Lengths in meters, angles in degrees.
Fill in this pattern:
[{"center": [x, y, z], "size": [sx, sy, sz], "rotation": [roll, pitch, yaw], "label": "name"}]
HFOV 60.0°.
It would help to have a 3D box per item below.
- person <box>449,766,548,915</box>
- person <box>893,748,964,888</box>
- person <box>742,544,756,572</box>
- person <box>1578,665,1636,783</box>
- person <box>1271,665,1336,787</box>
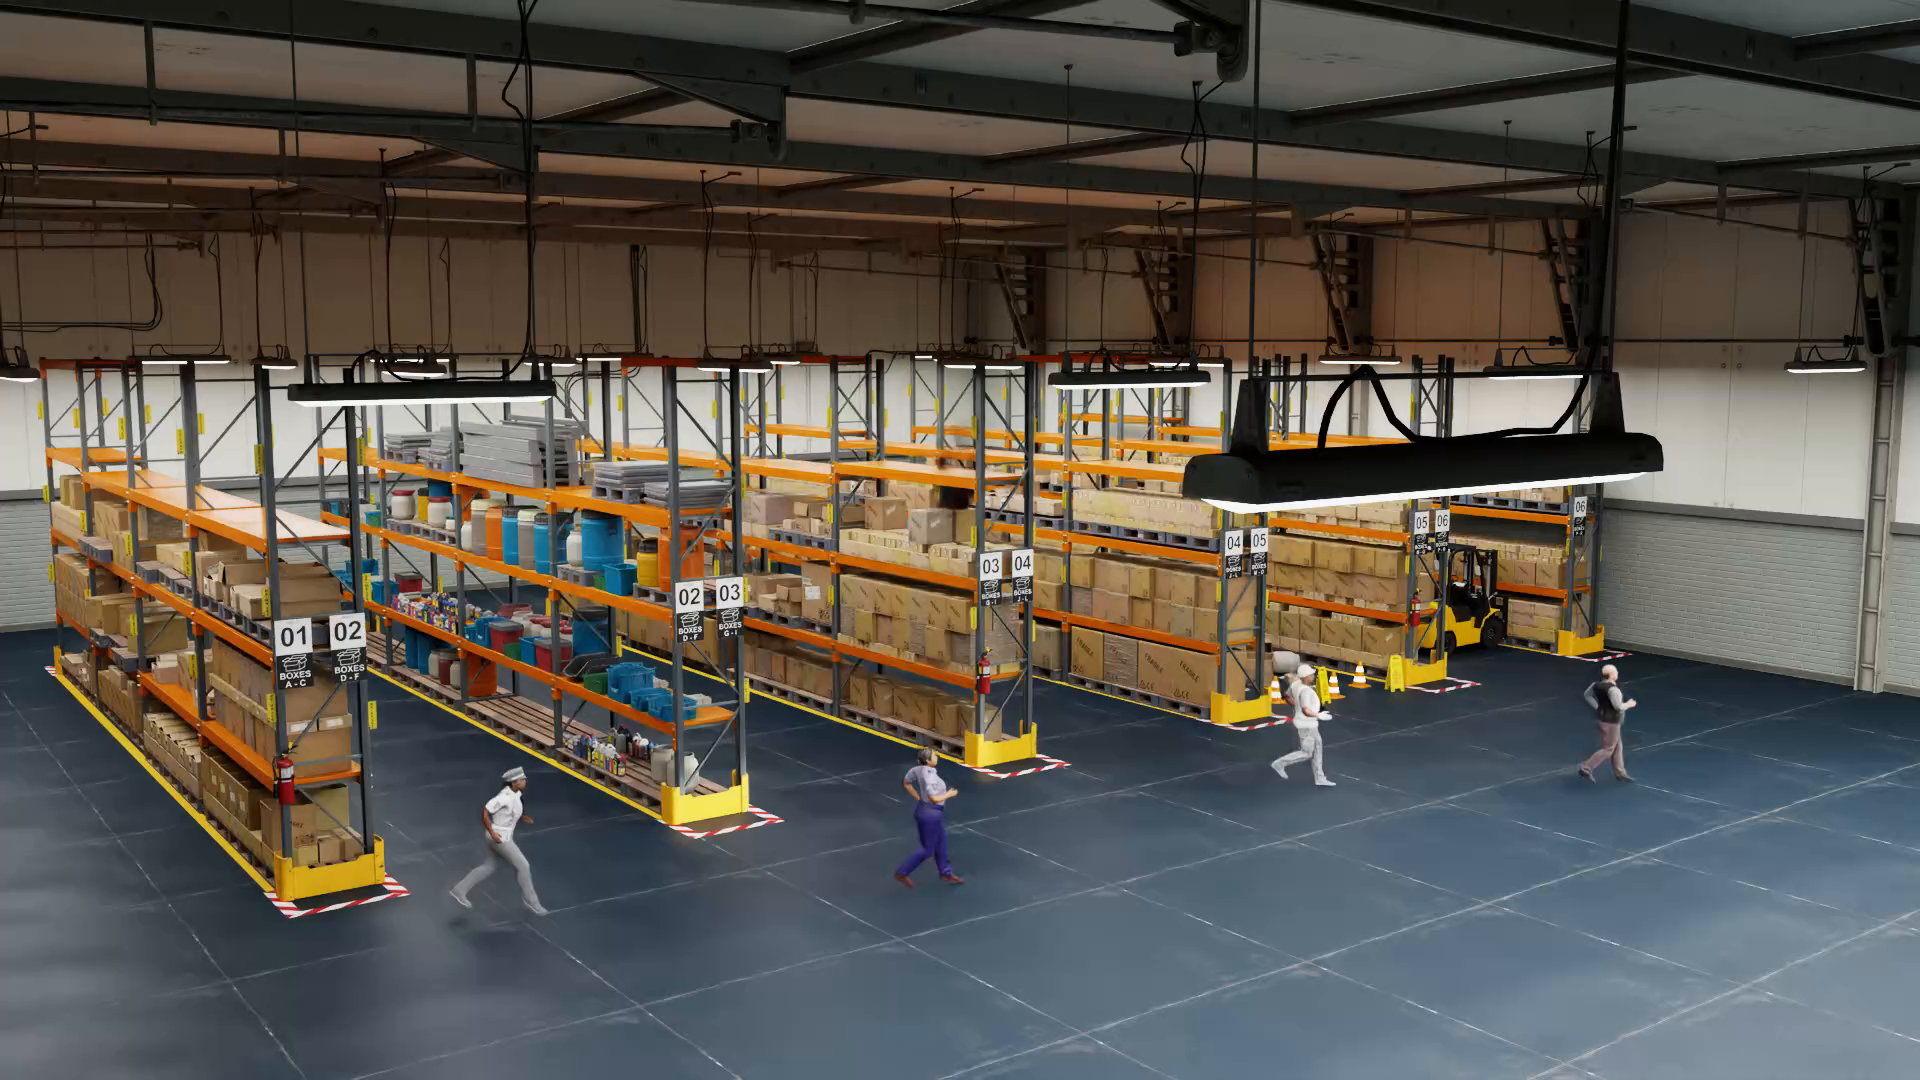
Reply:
[{"center": [-5.093, 3.327, 18.310], "size": [1.031, 1.687, 0.580], "rotation": [-1, 7, -11], "label": "person"}, {"center": [-0.360, 3.196, 19.160], "size": [0.880, 1.647, 0.608], "rotation": [-2, 7, -14], "label": "person"}, {"center": [-5.355, 0.476, 41.865], "size": [0.903, 1.639, 0.617], "rotation": [0, 7, 0], "label": "person"}, {"center": [9.217, 2.617, 23.602], "size": [0.906, 1.715, 0.661], "rotation": [0, 7, -4], "label": "person"}, {"center": [4.885, 2.638, 23.574], "size": [0.953, 1.774, 0.694], "rotation": [0, 7, 3], "label": "person"}]
